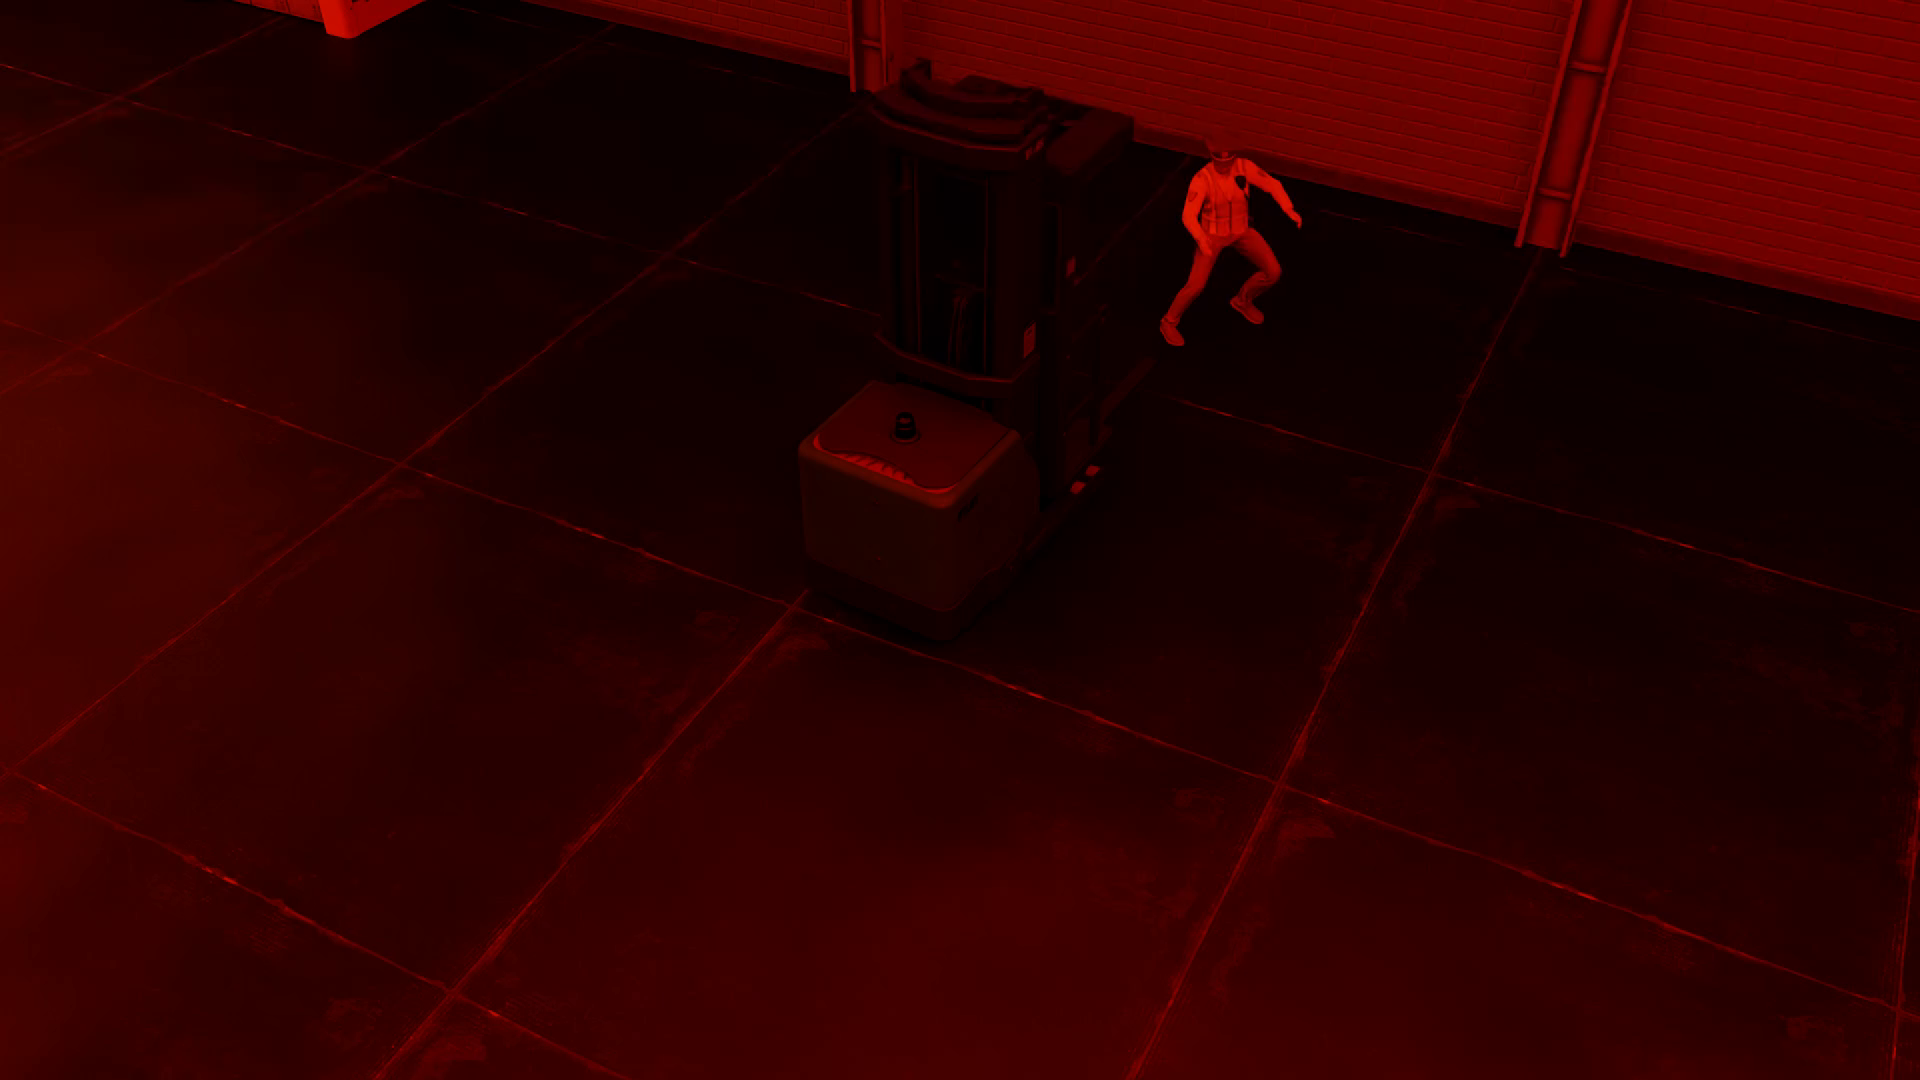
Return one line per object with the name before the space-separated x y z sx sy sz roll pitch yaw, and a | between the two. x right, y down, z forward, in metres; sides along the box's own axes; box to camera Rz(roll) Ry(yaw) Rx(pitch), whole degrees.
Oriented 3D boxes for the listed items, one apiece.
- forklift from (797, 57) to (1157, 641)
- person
forklift | 0.276 -1.471 9.733 1.130 2.935 3.031 21 45 23
person | 1.894 -2.094 11.607 0.894 1.464 0.695 -6 41 -8
